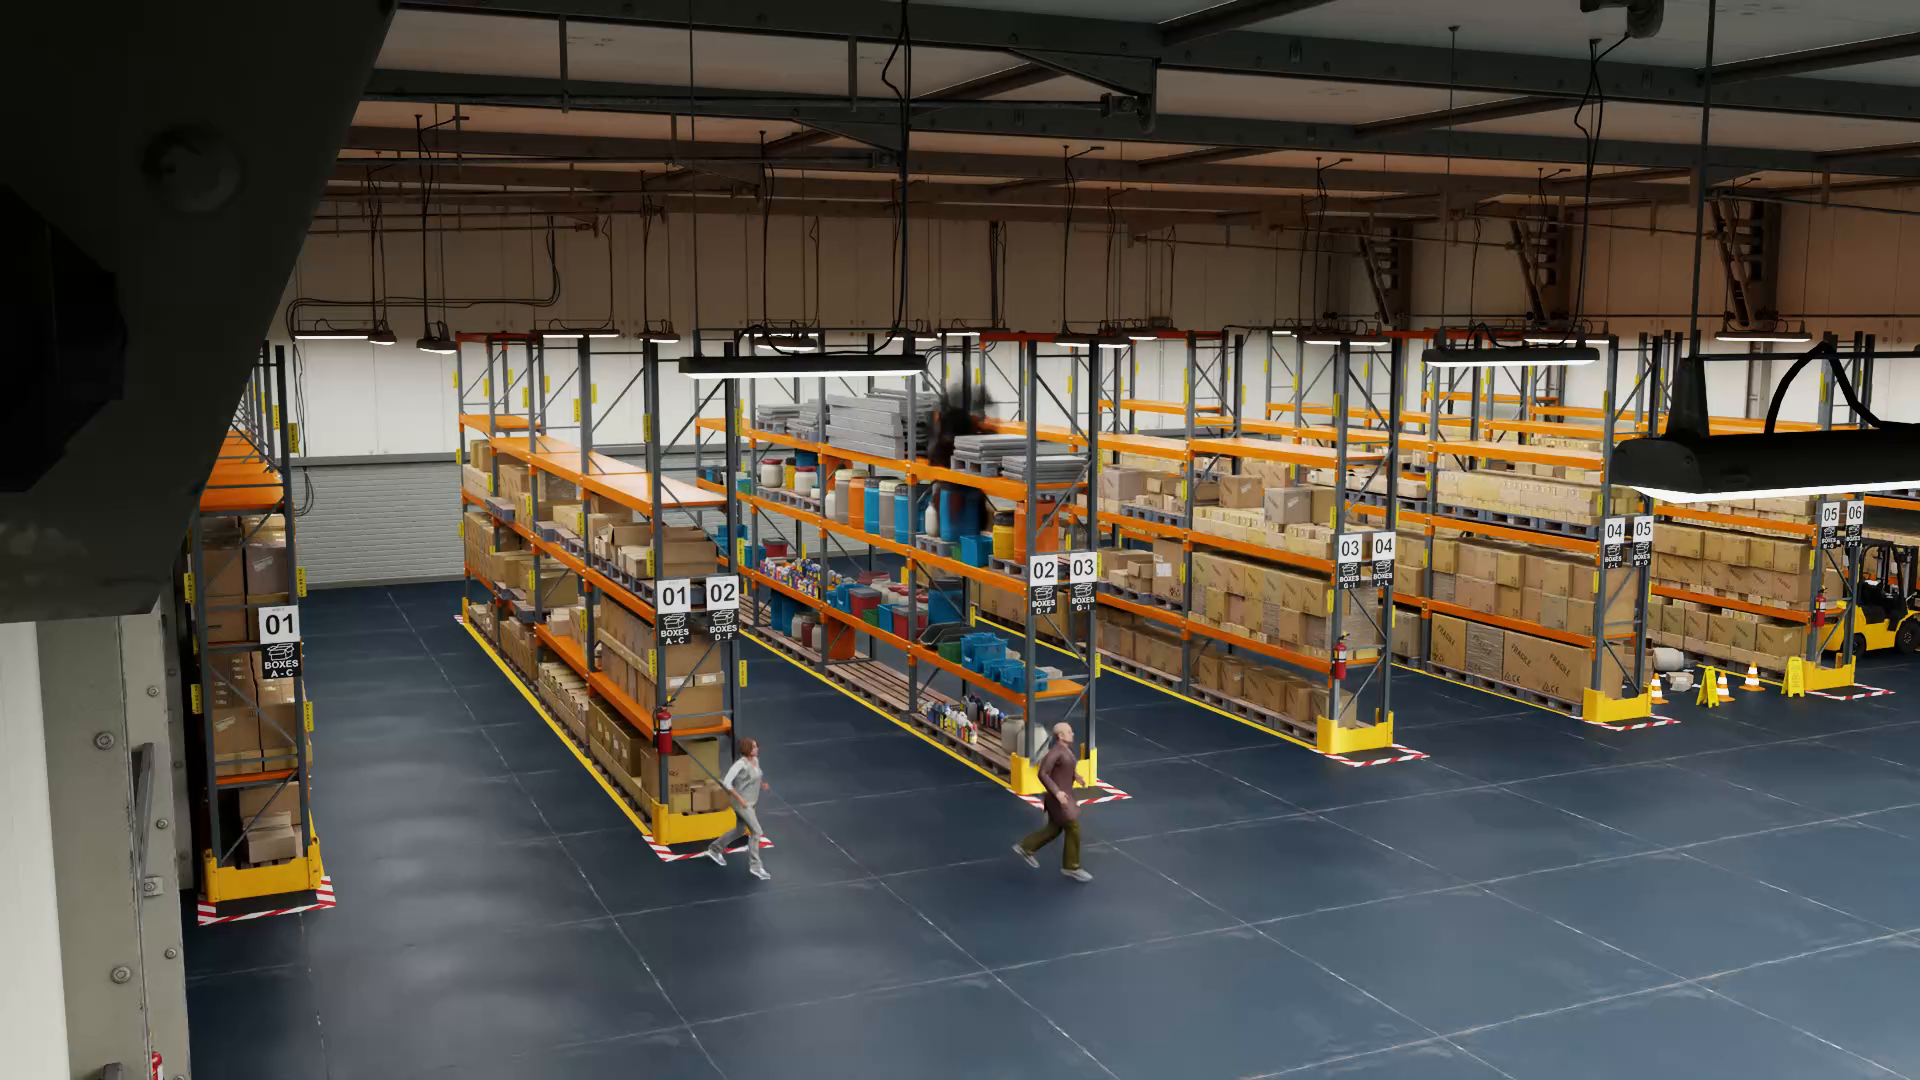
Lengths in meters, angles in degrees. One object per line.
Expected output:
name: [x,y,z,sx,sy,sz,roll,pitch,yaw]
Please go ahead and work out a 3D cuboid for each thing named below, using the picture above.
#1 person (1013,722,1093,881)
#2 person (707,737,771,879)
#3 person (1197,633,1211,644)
person: [1.052,2.931,18.768,0.923,1.811,0.706,1,8,9]
person: [-2.507,3.013,18.862,0.784,1.617,0.527,2,8,12]
person: [4.689,1.296,31.321,0.578,1.757,0.732,-4,9,-27]
